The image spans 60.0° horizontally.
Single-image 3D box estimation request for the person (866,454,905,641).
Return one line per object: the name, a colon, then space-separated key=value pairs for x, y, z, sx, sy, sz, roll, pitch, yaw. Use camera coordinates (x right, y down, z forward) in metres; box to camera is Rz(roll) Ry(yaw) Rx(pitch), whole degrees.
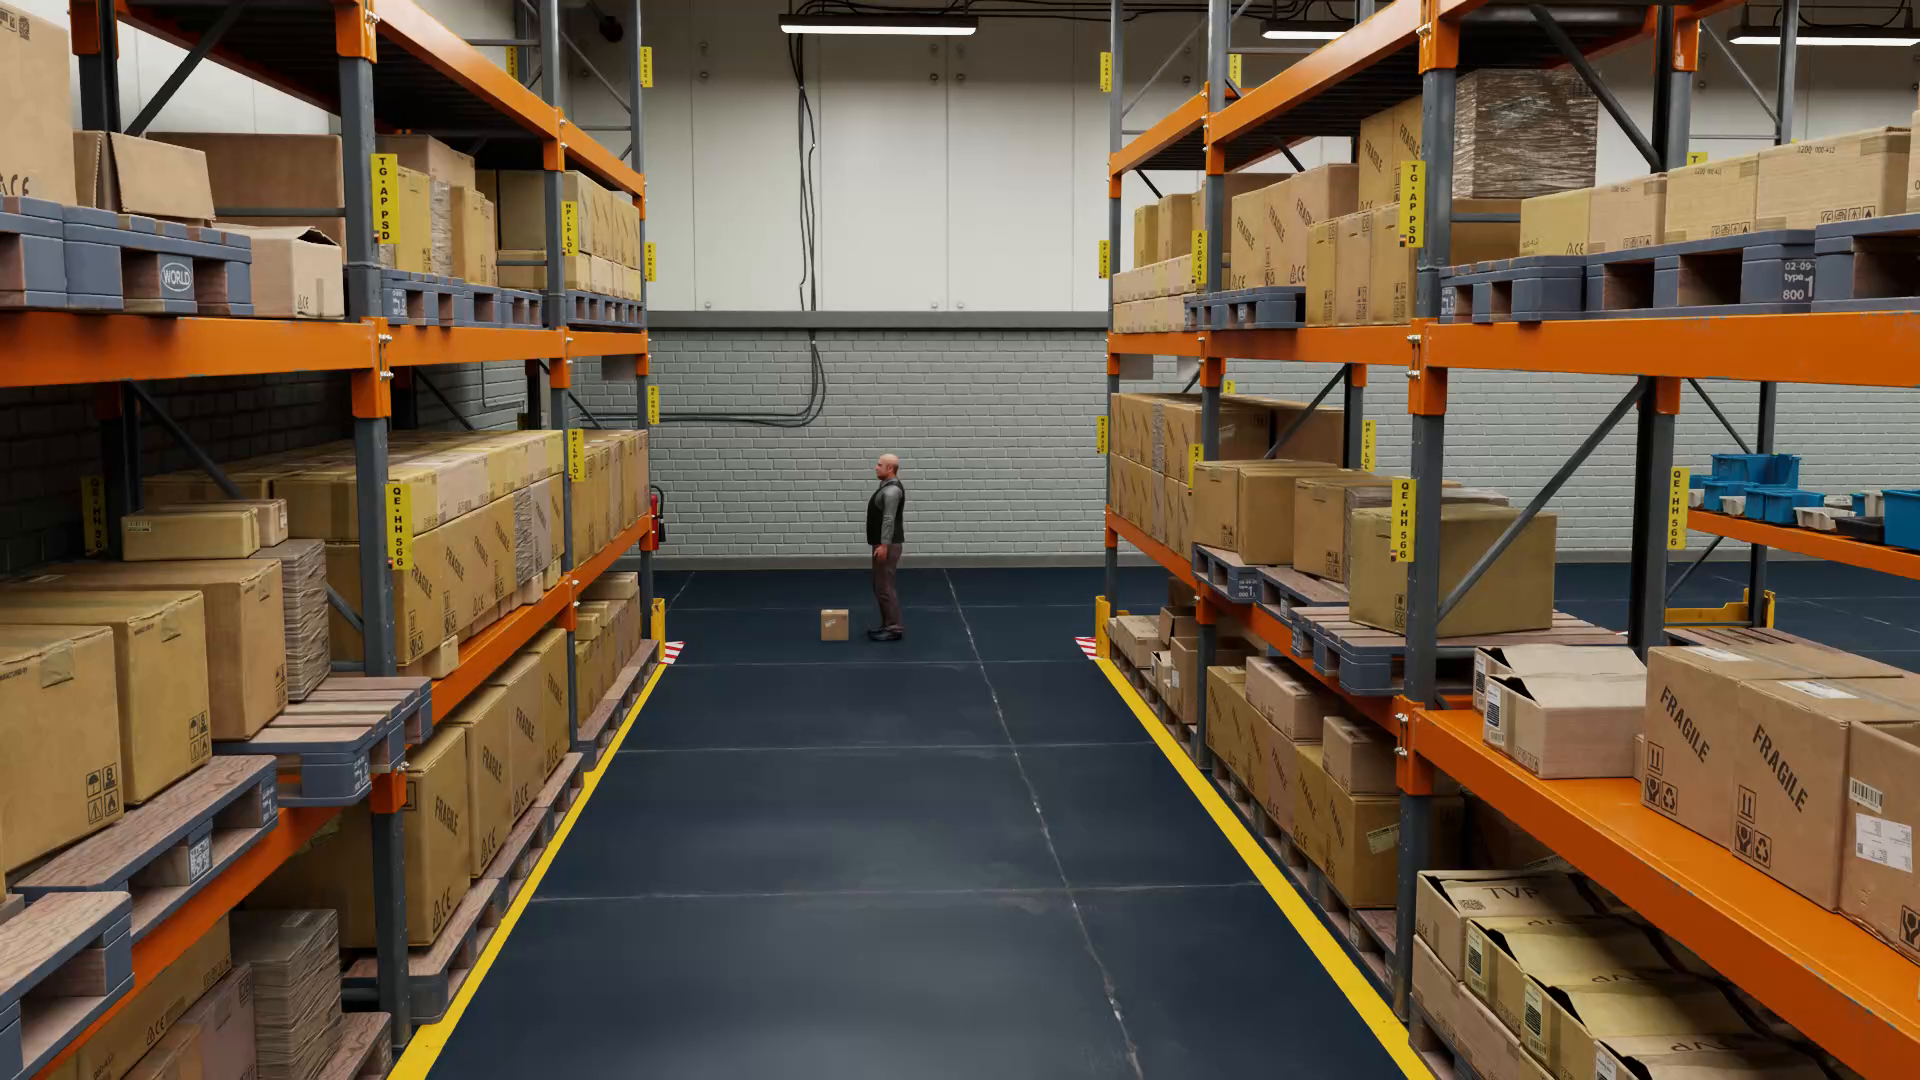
person: x=-0.686 y=0.062 z=15.357 sx=0.359 sy=1.713 sz=0.531 roll=0 pitch=7 yaw=-2
